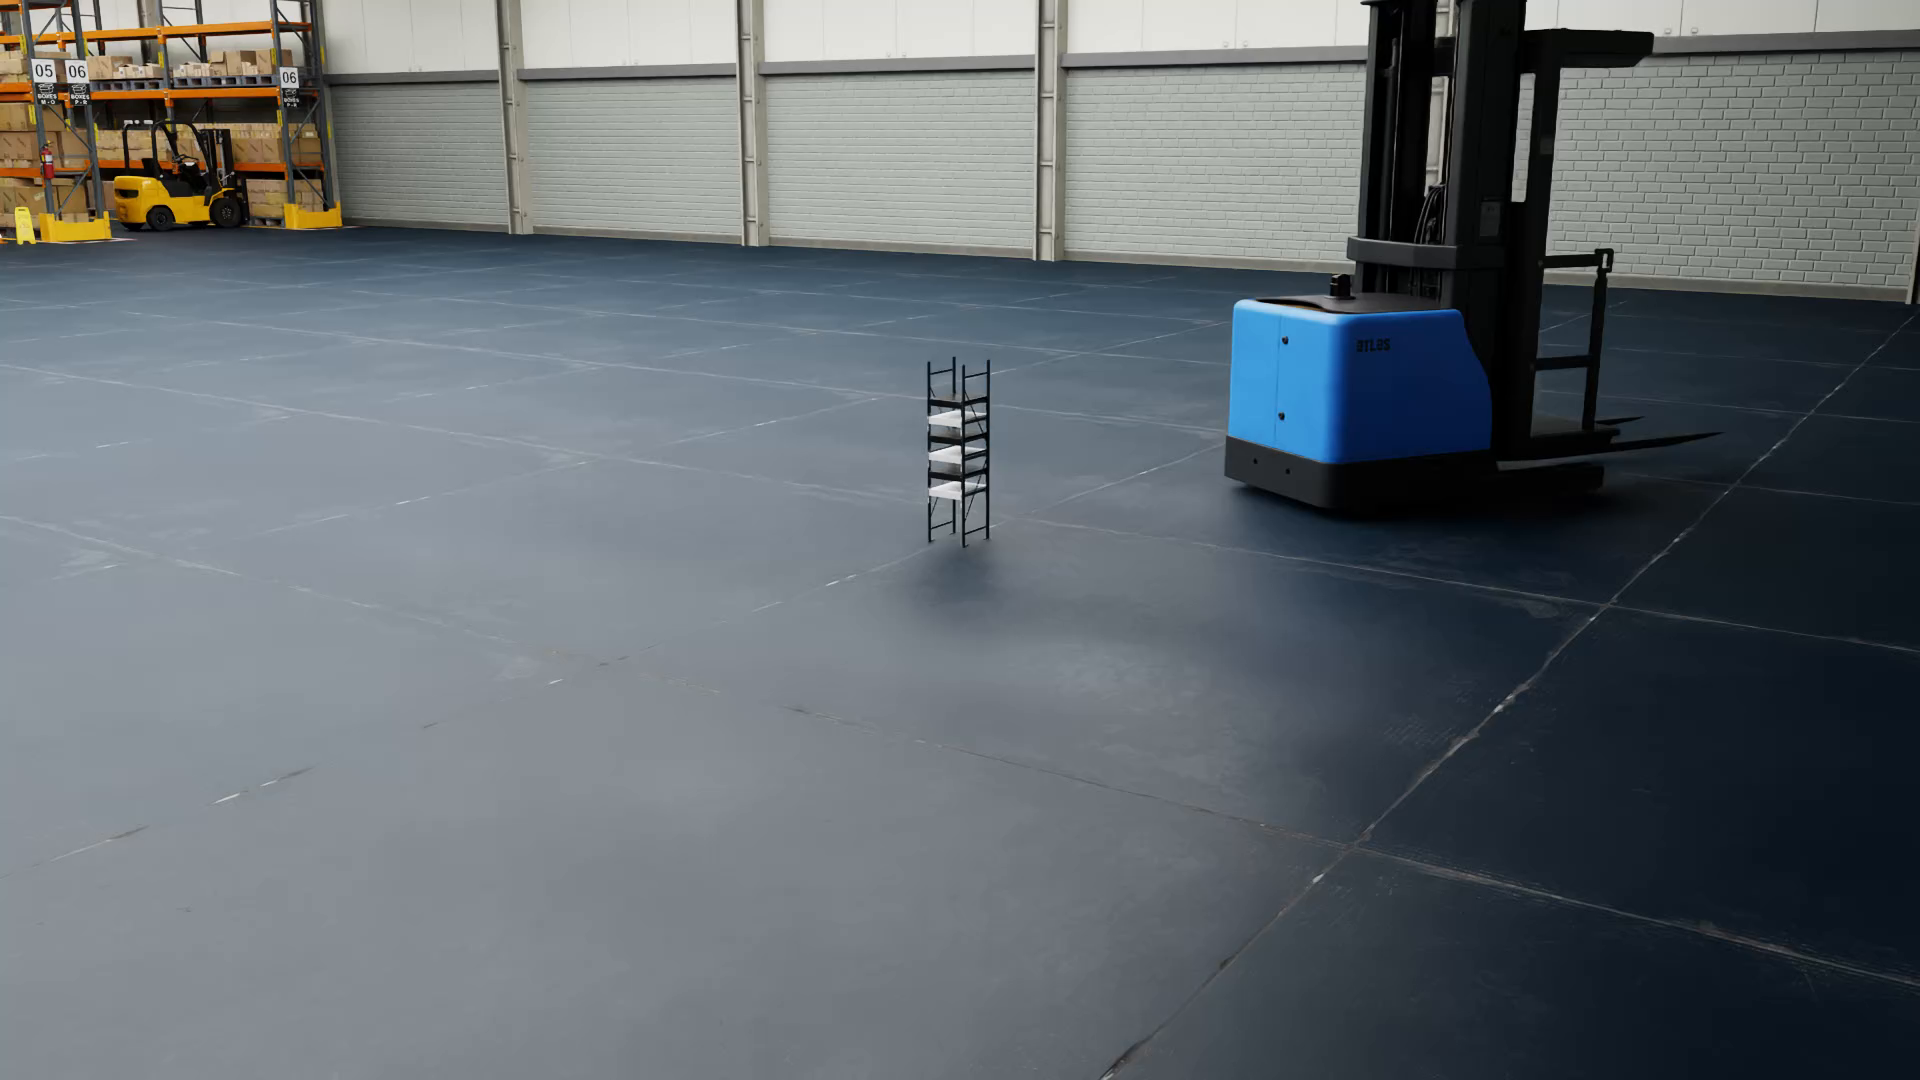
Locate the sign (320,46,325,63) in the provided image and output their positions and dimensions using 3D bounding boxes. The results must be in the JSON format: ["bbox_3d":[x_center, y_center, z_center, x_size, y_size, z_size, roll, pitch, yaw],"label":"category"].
[{"bbox_3d":[-13.161,-10.007,34.281,0.005,0.325,0.100,9,17,33],"label":"sign"}]

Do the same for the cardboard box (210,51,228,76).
[{"bbox_3d":[-15.237,-9.991,34.903,0.637,0.503,0.797,10,17,35],"label":"cardboard box"}]

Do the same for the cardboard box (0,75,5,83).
[{"bbox_3d":[-17.294,-8.431,30.420,0.250,0.149,0.380,9,17,33],"label":"cardboard box"}]

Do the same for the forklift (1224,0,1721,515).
[{"bbox_3d":[3.070,-1.772,9.382,3.031,2.935,1.130,-6,15,-24],"label":"forklift"}]

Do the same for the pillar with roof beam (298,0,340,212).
[{"bbox_3d":[-15.953,-10.306,31.227,0.400,9.000,9.100,9,17,33],"label":"pillar with roof beam"}]

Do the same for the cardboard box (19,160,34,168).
[{"bbox_3d":[-16.944,-6.886,30.420,0.250,0.149,0.380,9,16,32],"label":"cardboard box"}]

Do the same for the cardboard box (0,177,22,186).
[{"bbox_3d":[-17.602,-6.662,30.931,0.250,0.149,0.380,10,17,34],"label":"cardboard box"}]

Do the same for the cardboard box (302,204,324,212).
[{"bbox_3d":[-13.774,-6.953,35.016,0.500,0.250,0.500,9,17,33],"label":"cardboard box"}]

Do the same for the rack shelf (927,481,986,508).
[{"bbox_3d":[-0.007,-0.231,8.271,0.200,0.077,0.258,9,17,33],"label":"rack shelf"}]

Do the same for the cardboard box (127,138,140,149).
[{"bbox_3d":[-18.196,-8.837,37.052,0.500,0.250,0.500,10,17,34],"label":"cardboard box"}]

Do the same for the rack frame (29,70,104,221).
[{"bbox_3d":[-16.242,-6.989,30.312,0.127,3.000,1.000,9,17,33],"label":"rack frame"}]

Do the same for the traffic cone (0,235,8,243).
[{"bbox_3d":[-17.319,-5.558,29.811,0.334,0.463,0.336,9,17,33],"label":"traffic cone"}]

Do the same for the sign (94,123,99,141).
[{"bbox_3d":[-15.940,-7.517,30.645,0.005,0.325,0.100,9,17,33],"label":"sign"}]

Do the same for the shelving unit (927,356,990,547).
[{"bbox_3d":[-0.007,-0.438,8.219,0.210,0.900,0.258,9,17,33],"label":"shelving unit"}]

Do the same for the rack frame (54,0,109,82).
[{"bbox_3d":[-20.113,-11.964,37.925,0.127,3.000,1.000,9,17,33],"label":"rack frame"}]

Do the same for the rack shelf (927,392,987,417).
[{"bbox_3d":[-0.007,-0.668,8.163,0.200,0.077,0.258,9,17,33],"label":"rack shelf"}]

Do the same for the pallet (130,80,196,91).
[{"bbox_3d":[-17.533,-9.994,36.609,1.217,0.209,0.805,8,16,31],"label":"pallet"}]

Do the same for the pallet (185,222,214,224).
[{"bbox_3d":[-16.158,-7.047,36.350,1.213,0.211,1.003,9,17,33],"label":"pallet"}]

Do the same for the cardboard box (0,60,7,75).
[{"bbox_3d":[-17.227,-8.601,30.278,0.500,0.250,0.500,9,16,32],"label":"cardboard box"}]

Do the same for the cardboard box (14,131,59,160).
[{"bbox_3d":[-16.847,-7.199,30.336,0.500,0.500,0.500,9,16,32],"label":"cardboard box"}]

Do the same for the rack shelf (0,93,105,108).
[{"bbox_3d":[-21.773,-10.427,39.456,4.000,0.370,1.077,9,17,33],"label":"rack shelf"}]

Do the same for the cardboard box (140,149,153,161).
[{"bbox_3d":[-17.779,-8.524,36.827,0.500,0.250,0.500,9,17,32],"label":"cardboard box"}]

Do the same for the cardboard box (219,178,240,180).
[{"bbox_3d":[-15.730,-7.607,35.579,0.500,0.250,0.500,10,17,35],"label":"cardboard box"}]

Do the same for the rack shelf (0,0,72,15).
[{"bbox_3d":[-17.902,-9.818,30.761,4.000,0.370,1.077,9,17,33],"label":"rack shelf"}]

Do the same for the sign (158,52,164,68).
[{"bbox_3d":[-17.089,-10.265,35.576,0.005,0.325,0.100,9,17,33],"label":"sign"}]

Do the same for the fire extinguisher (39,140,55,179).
[{"bbox_3d":[-16.405,-6.844,29.888,0.183,0.674,0.296,9,17,33],"label":"fire extinguisher"}]

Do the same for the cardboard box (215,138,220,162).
[{"bbox_3d":[-15.710,-8.318,35.474,0.500,0.500,0.500,9,17,32],"label":"cardboard box"}]

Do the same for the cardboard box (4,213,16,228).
[{"bbox_3d":[-17.489,-5.983,31.100,0.500,0.250,0.500,9,17,33],"label":"cardboard box"}]

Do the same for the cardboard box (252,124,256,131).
[{"bbox_3d":[-14.509,-8.597,34.634,0.250,0.149,0.380,9,17,33],"label":"cardboard box"}]

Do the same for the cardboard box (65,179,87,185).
[{"bbox_3d":[-20.665,-8.373,38.882,0.250,0.149,0.380,8,16,30],"label":"cardboard box"}]

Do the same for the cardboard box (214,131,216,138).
[{"bbox_3d":[-15.631,-8.606,35.288,0.250,0.149,0.380,9,16,31],"label":"cardboard box"}]

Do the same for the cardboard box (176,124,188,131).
[{"bbox_3d":[-16.695,-8.921,35.942,0.250,0.149,0.380,10,17,34],"label":"cardboard box"}]

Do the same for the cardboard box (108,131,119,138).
[{"bbox_3d":[-18.937,-9.143,37.455,0.250,0.149,0.380,10,17,34],"label":"cardboard box"}]

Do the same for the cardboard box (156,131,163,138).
[{"bbox_3d":[-17.426,-8.911,36.521,0.250,0.149,0.380,9,16,32],"label":"cardboard box"}]

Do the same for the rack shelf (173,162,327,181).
[{"bbox_3d":[-15.135,-7.898,35.482,4.000,0.370,1.077,9,17,33],"label":"rack shelf"}]

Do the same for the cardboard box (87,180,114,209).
[{"bbox_3d":[-19.604,-8.016,38.532,0.625,0.625,0.875,10,17,35],"label":"cardboard box"}]

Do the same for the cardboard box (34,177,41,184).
[{"bbox_3d":[-21.925,-8.599,39.797,0.250,0.149,0.380,9,17,33],"label":"cardboard box"}]

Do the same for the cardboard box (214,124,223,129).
[{"bbox_3d":[-15.582,-8.764,35.308,0.250,0.149,0.380,9,17,33],"label":"cardboard box"}]

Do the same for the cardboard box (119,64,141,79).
[{"bbox_3d":[-18.168,-10.332,36.679,0.500,0.311,0.500,9,16,31],"label":"cardboard box"}]

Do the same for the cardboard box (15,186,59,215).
[{"bbox_3d":[-17.053,-6.277,30.726,0.500,0.500,0.500,9,17,33],"label":"cardboard box"}]

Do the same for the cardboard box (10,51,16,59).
[{"bbox_3d":[-16.880,-8.738,30.002,0.250,0.149,0.380,10,17,34],"label":"cardboard box"}]

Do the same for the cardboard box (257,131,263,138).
[{"bbox_3d":[-14.329,-8.408,34.489,0.250,0.149,0.380,10,17,34],"label":"cardboard box"}]

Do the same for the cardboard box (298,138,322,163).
[{"bbox_3d":[-13.731,-8.149,34.792,0.500,0.500,0.500,10,17,35],"label":"cardboard box"}]

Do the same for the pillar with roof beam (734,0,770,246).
[{"bbox_3d":[-5.995,-8.696,24.726,0.400,9.000,9.100,9,17,33],"label":"pillar with roof beam"}]
